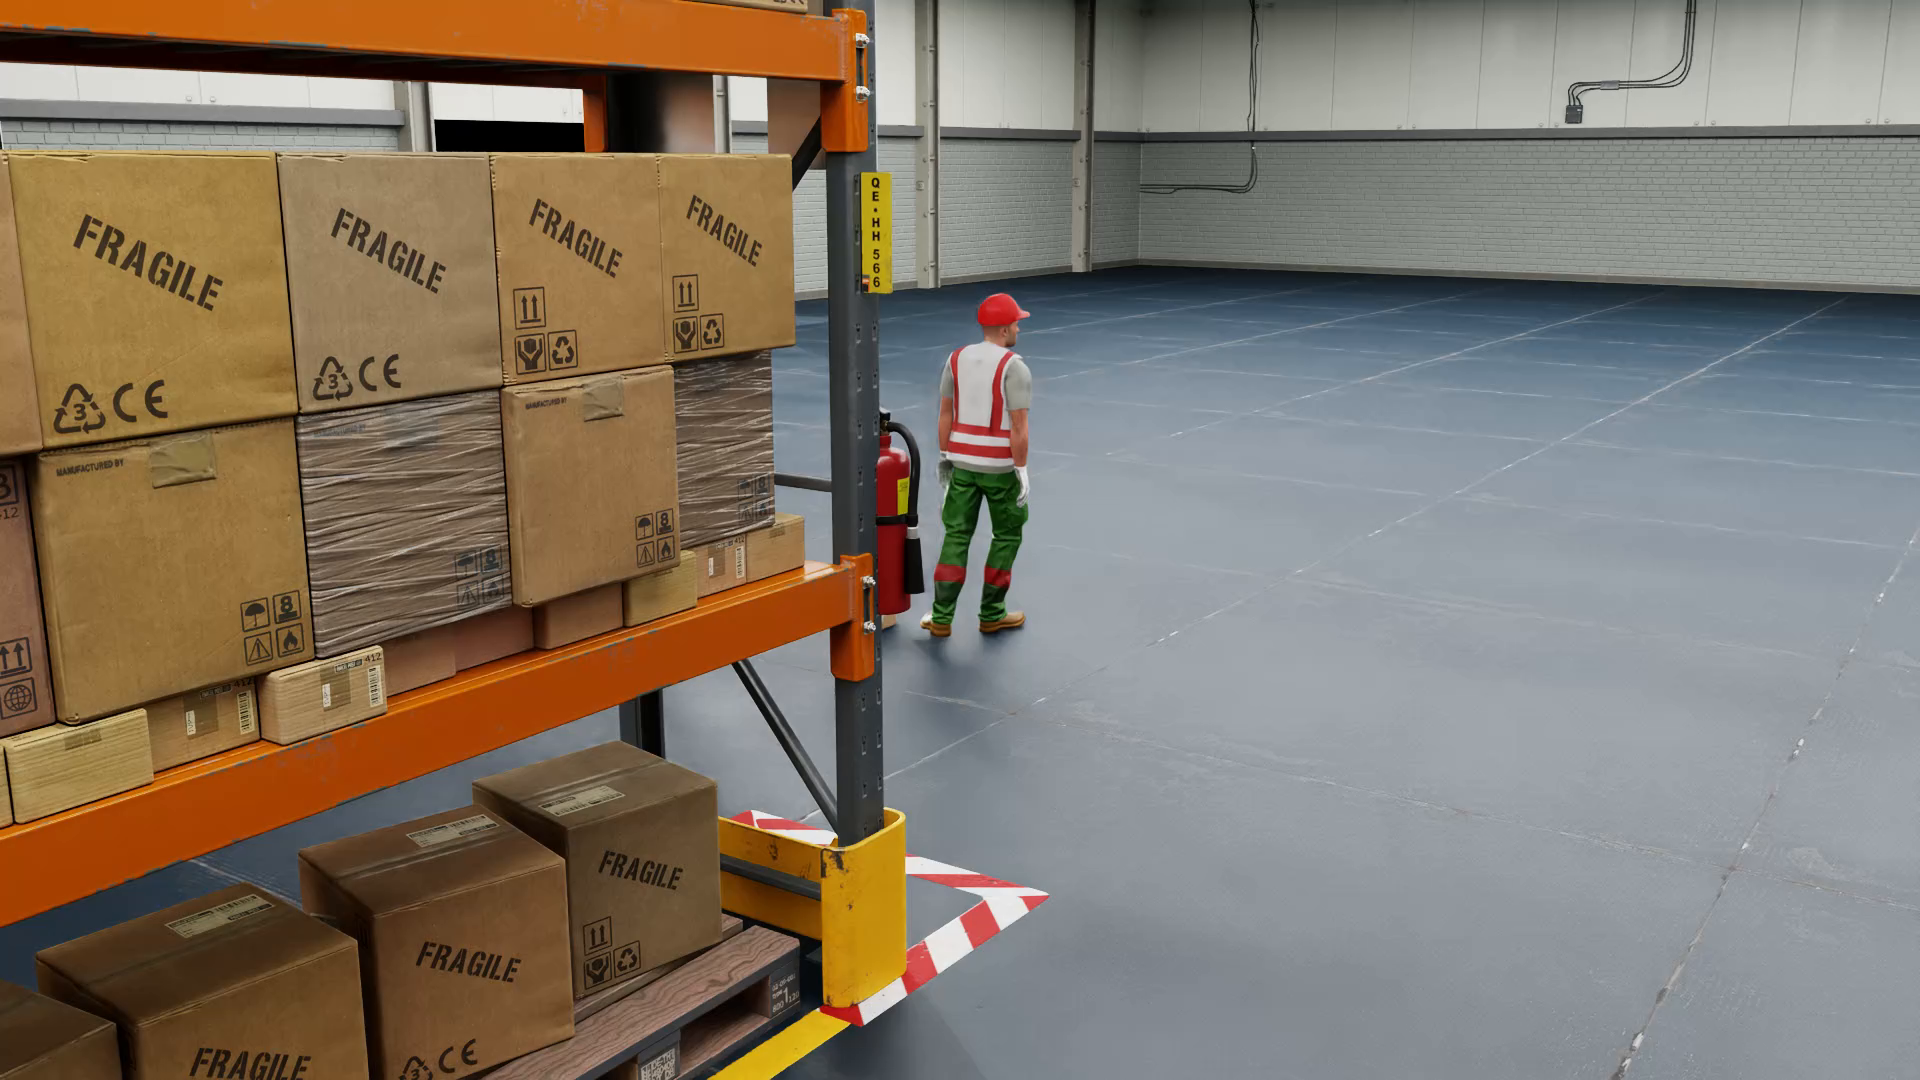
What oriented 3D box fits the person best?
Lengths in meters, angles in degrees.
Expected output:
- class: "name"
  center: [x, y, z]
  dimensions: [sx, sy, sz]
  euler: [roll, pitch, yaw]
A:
- class: "person"
  center: [0.100, -0.372, 8.579]
  dimensions: [0.589, 1.778, 0.593]
  euler: [8, 15, 31]
